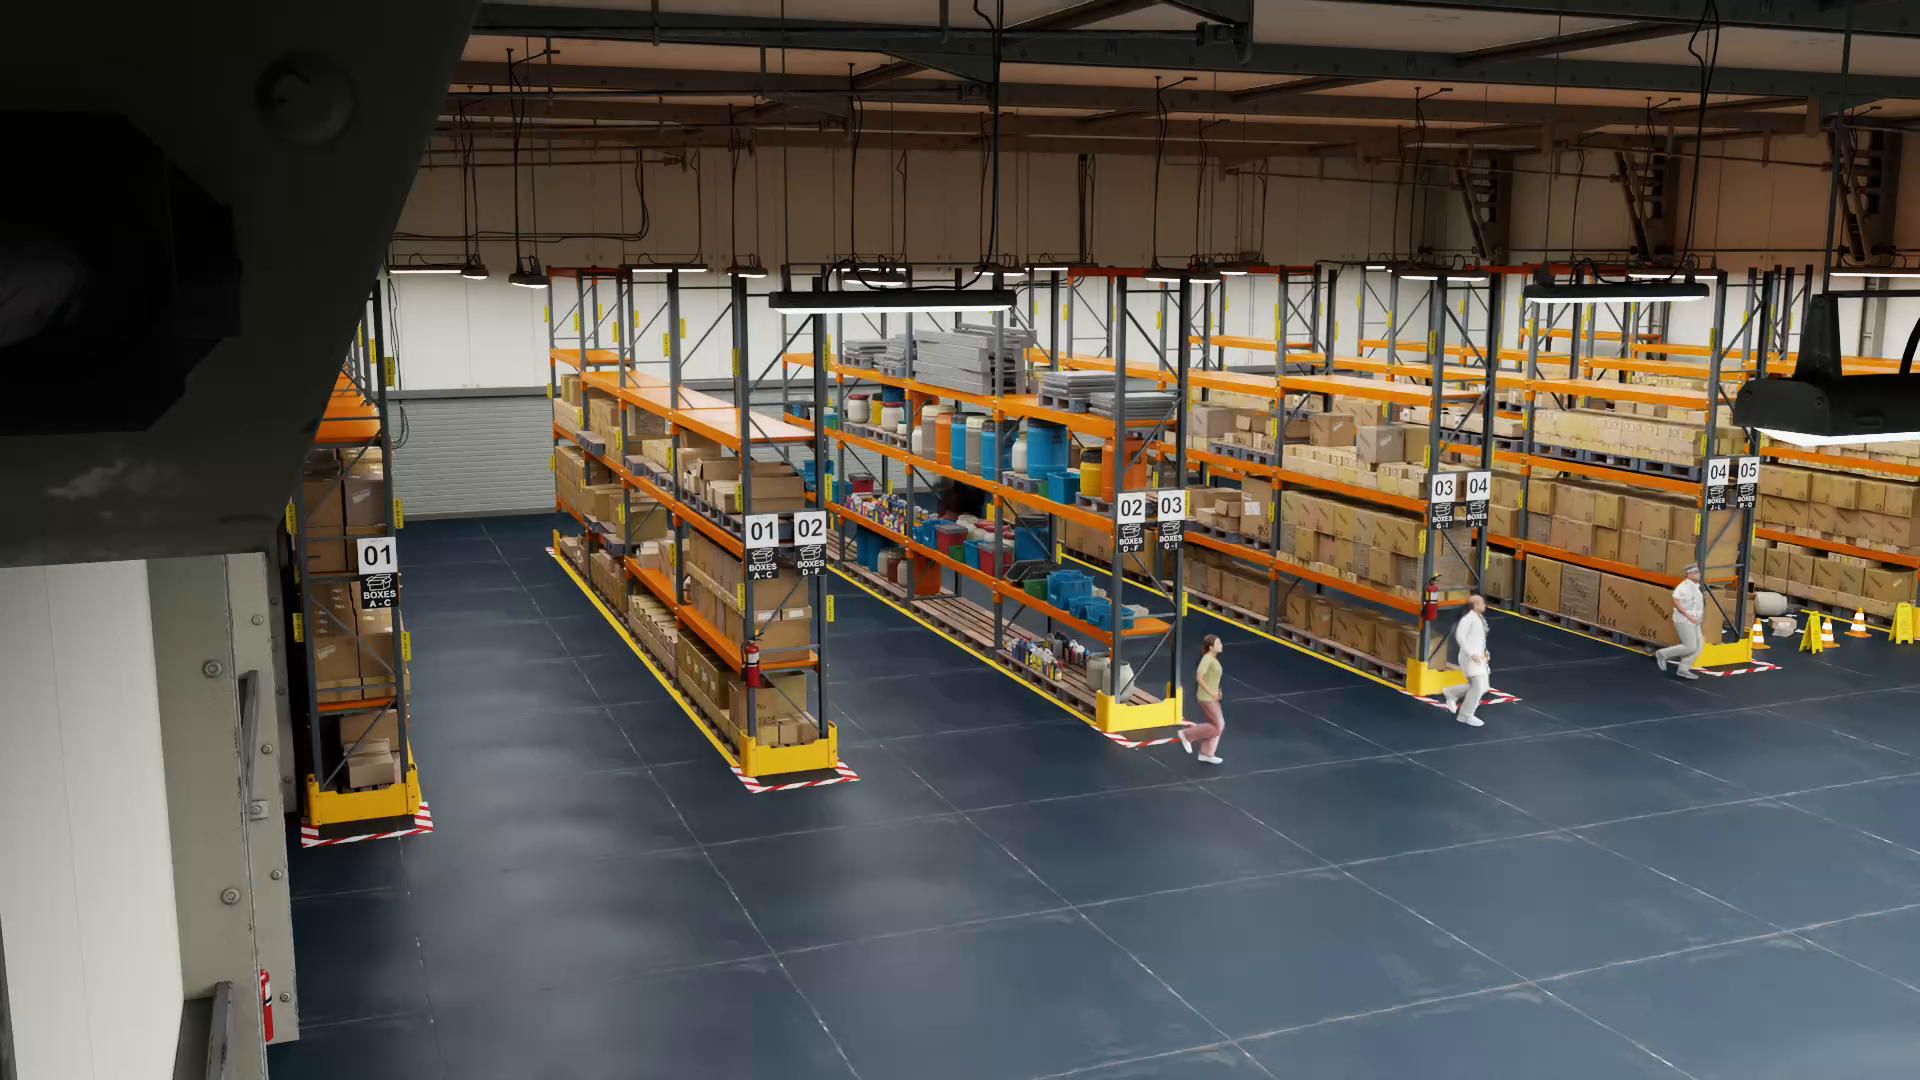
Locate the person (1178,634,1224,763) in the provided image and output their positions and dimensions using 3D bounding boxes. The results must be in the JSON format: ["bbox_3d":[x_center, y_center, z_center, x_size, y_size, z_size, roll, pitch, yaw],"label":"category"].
[{"bbox_3d":[3.018,1.969,20.740,0.562,1.632,0.576,2,10,9],"label":"person"}]

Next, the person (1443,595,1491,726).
[{"bbox_3d":[6.913,1.645,22.598,0.632,1.625,0.759,7,12,34],"label":"person"}]

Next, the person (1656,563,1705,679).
[{"bbox_3d":[10.840,1.183,24.905,0.612,1.738,0.696,8,13,40],"label":"person"}]
